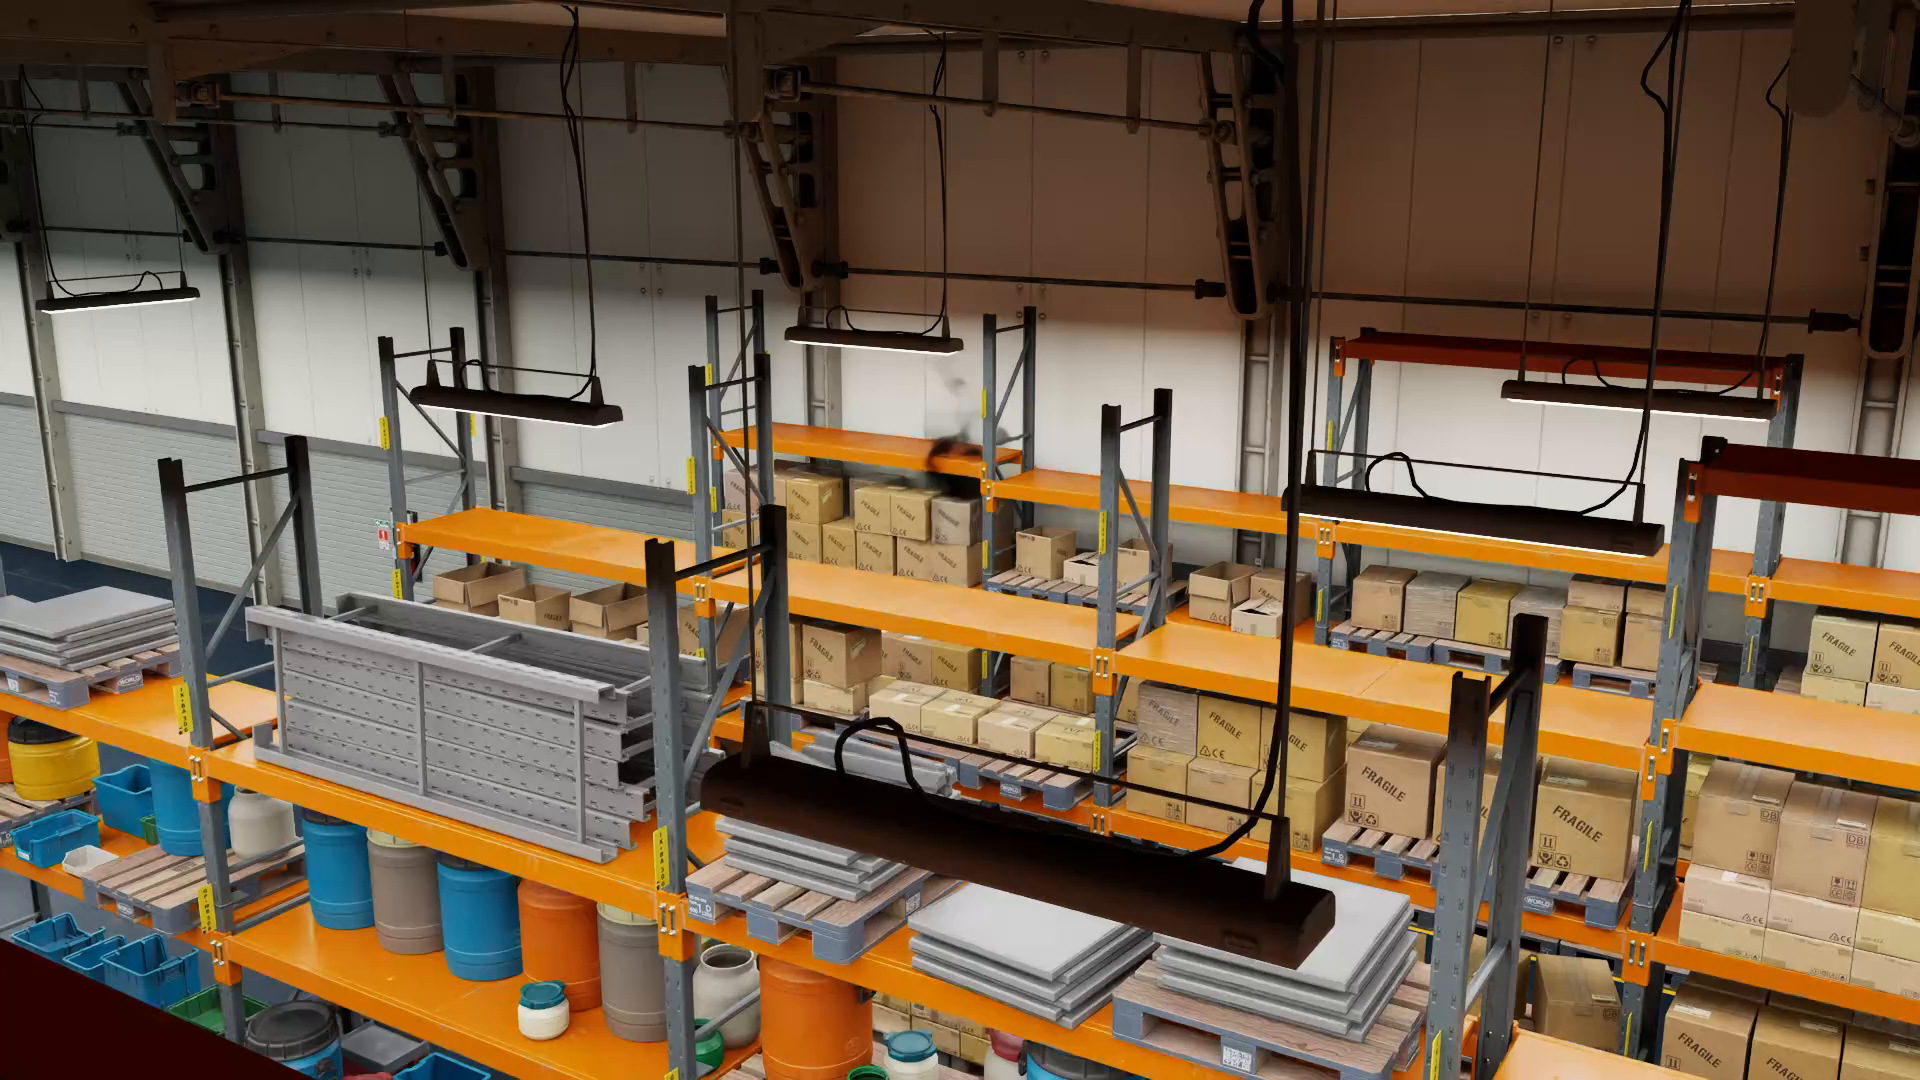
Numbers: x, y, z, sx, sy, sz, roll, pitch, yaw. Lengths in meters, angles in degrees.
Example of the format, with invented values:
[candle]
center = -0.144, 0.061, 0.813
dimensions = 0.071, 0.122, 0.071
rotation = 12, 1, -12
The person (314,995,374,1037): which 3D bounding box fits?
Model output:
[person]
center = -5.367, 3.745, 14.497
dimensions = 0.733, 1.735, 0.661
rotation = 3, 14, 14
